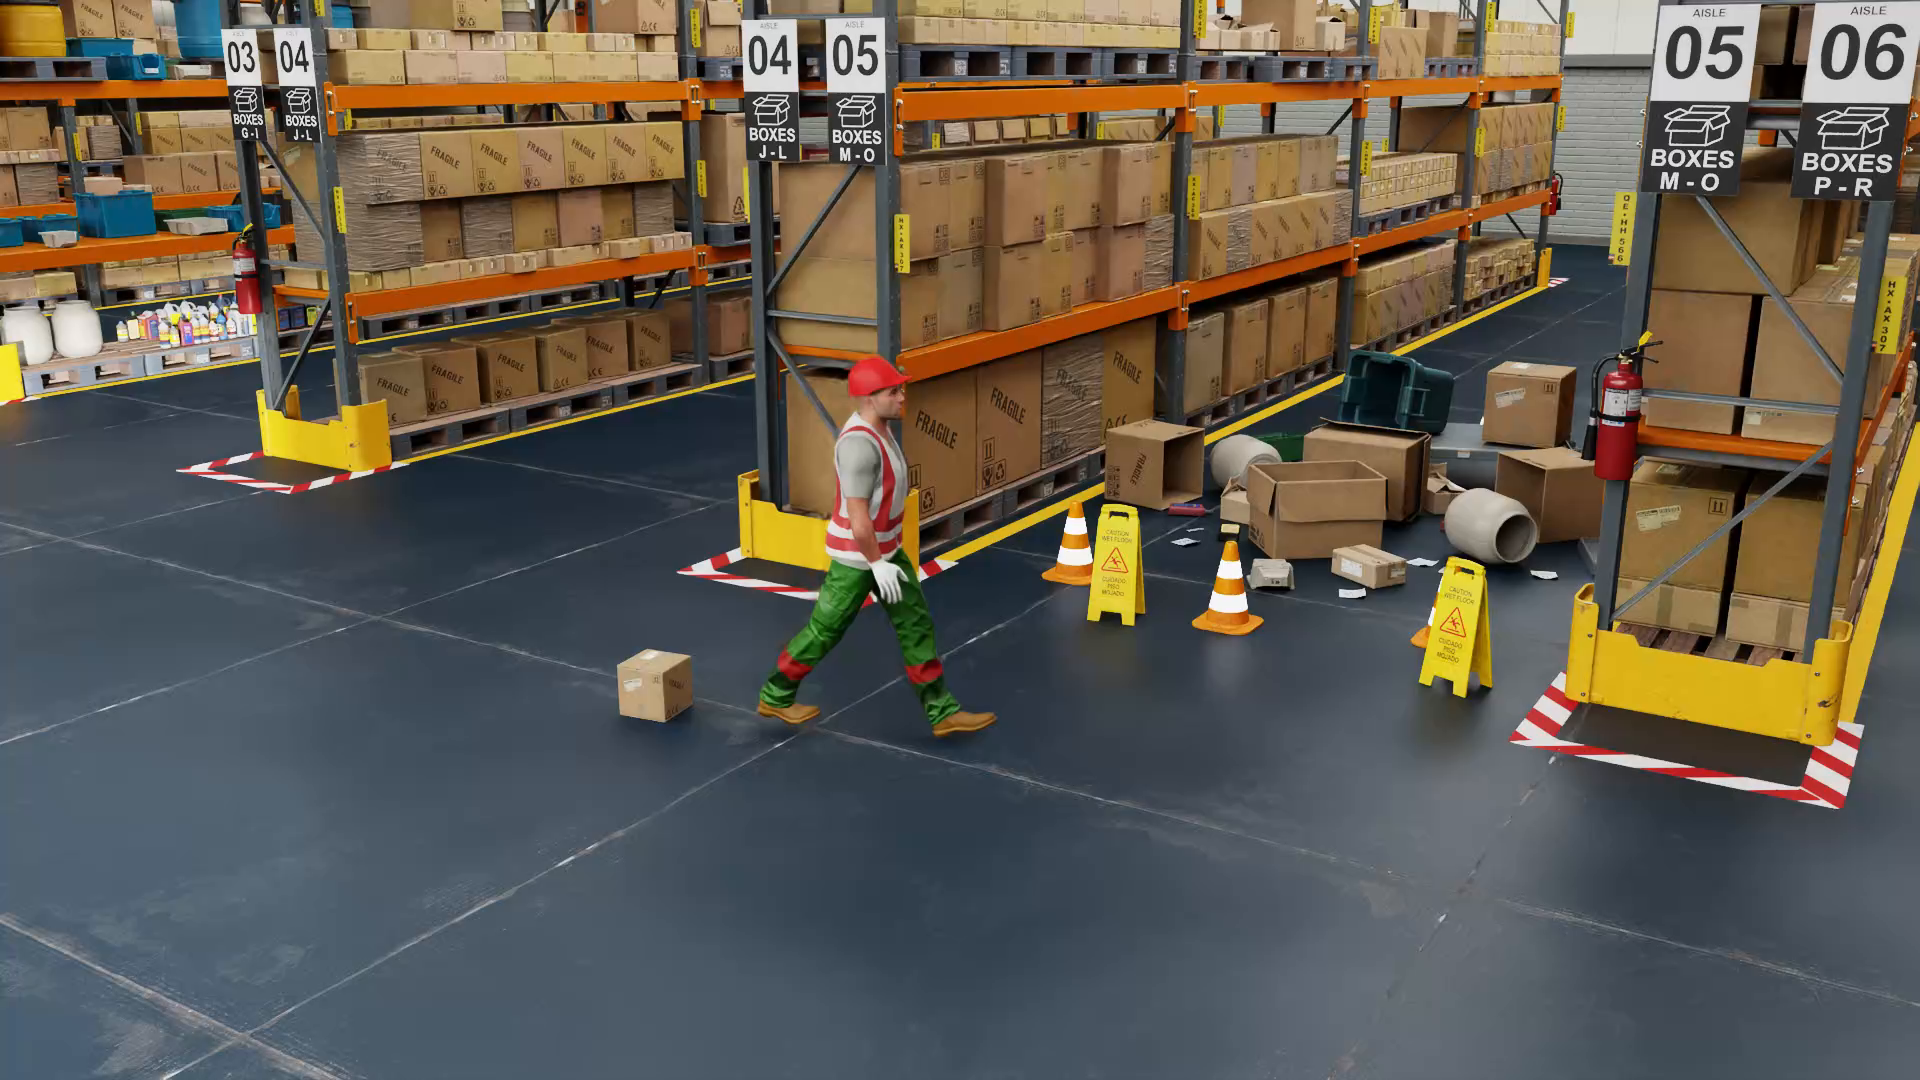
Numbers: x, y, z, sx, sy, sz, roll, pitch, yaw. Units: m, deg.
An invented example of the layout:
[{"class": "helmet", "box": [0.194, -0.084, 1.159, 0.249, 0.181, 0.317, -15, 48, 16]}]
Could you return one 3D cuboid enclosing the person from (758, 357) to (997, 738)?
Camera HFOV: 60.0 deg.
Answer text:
[{"class": "person", "box": [-0.386, 0.053, 7.342, 1.097, 1.736, 0.540, 4, 17, 15]}]
